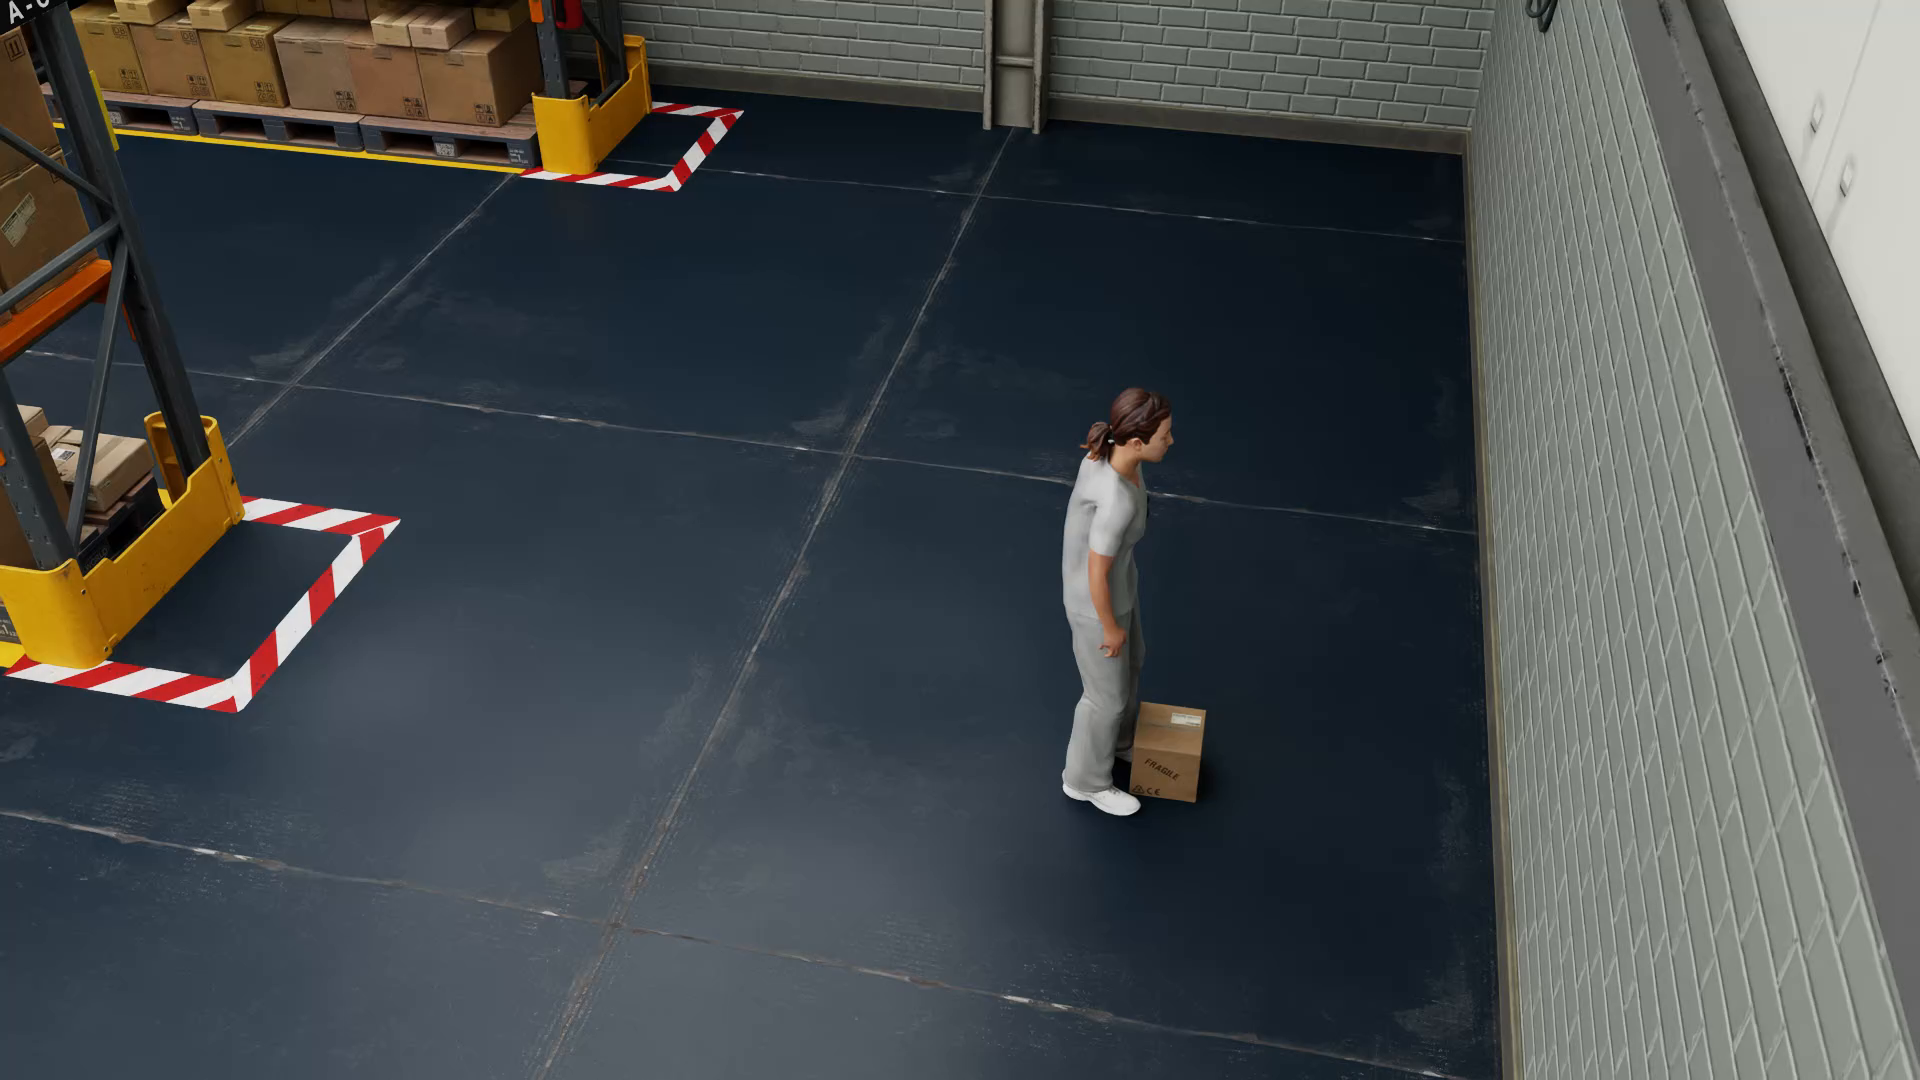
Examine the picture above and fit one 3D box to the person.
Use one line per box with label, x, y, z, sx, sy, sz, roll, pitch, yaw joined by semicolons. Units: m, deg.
person;0.565;0.205;5.877;0.416;1.671;0.504;6;37;7
